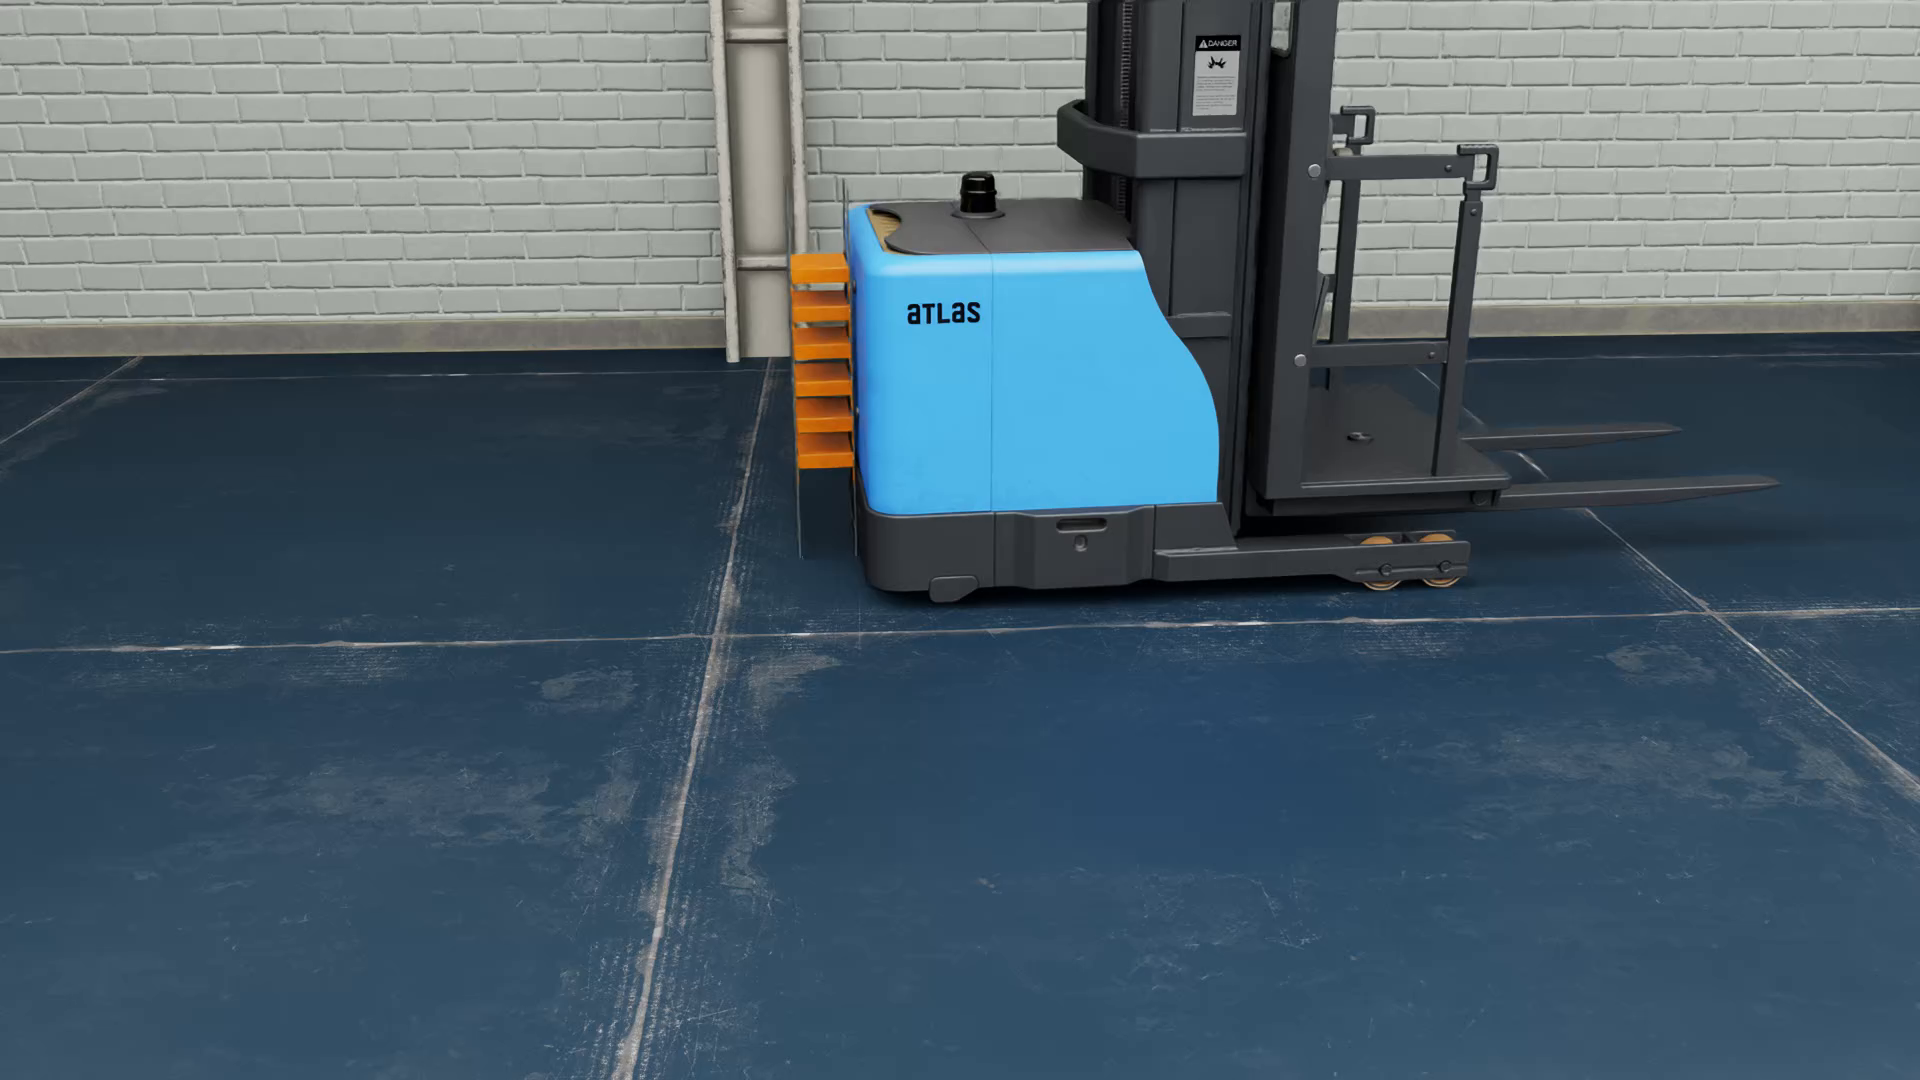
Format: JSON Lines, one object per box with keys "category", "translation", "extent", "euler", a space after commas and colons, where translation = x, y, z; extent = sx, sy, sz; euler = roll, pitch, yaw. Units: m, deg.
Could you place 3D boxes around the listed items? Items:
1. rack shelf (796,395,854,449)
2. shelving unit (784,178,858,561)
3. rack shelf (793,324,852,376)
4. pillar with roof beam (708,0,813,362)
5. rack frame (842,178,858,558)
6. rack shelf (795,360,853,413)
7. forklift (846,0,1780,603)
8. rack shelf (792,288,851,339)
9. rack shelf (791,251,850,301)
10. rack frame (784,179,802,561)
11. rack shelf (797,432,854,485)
{"category": "rack shelf", "translation": [-0.446, -0.386, 5.410], "extent": [0.180, 0.103, 0.258], "euler": [-3, 21, -7]}
{"category": "shelving unit", "translation": [-0.446, -0.540, 5.352], "extent": [0.189, 1.200, 0.258], "euler": [-3, 21, -7]}
{"category": "rack shelf", "translation": [-0.446, -0.610, 5.325], "extent": [0.180, 0.103, 0.258], "euler": [-3, 21, -7]}
{"category": "pillar with roof beam", "translation": [-0.661, -3.571, 2.354], "extent": [0.400, 9.000, 9.100], "euler": [-1, 21, -3]}
{"category": "rack frame", "translation": [-0.355, -0.544, 5.363], "extent": [0.006, 1.200, 0.240], "euler": [-3, 21, -7]}
{"category": "rack shelf", "translation": [-0.446, -0.498, 5.368], "extent": [0.180, 0.103, 0.258], "euler": [-3, 21, -7]}
{"category": "forklift", "translation": [1.163, -1.395, 5.167], "extent": [3.031, 2.935, 1.130], "euler": [-3, 21, -7]}
{"category": "rack shelf", "translation": [-0.446, -0.722, 5.282], "extent": [0.180, 0.103, 0.258], "euler": [-3, 21, -7]}
{"category": "rack shelf", "translation": [-0.446, -0.834, 5.240], "extent": [0.180, 0.103, 0.258], "euler": [-3, 21, -7]}
{"category": "rack frame", "translation": [-0.536, -0.535, 5.341], "extent": [0.006, 1.200, 0.240], "euler": [-3, 21, -7]}
{"category": "rack shelf", "translation": [-0.446, -0.274, 5.453], "extent": [0.180, 0.103, 0.258], "euler": [-3, 21, -7]}
